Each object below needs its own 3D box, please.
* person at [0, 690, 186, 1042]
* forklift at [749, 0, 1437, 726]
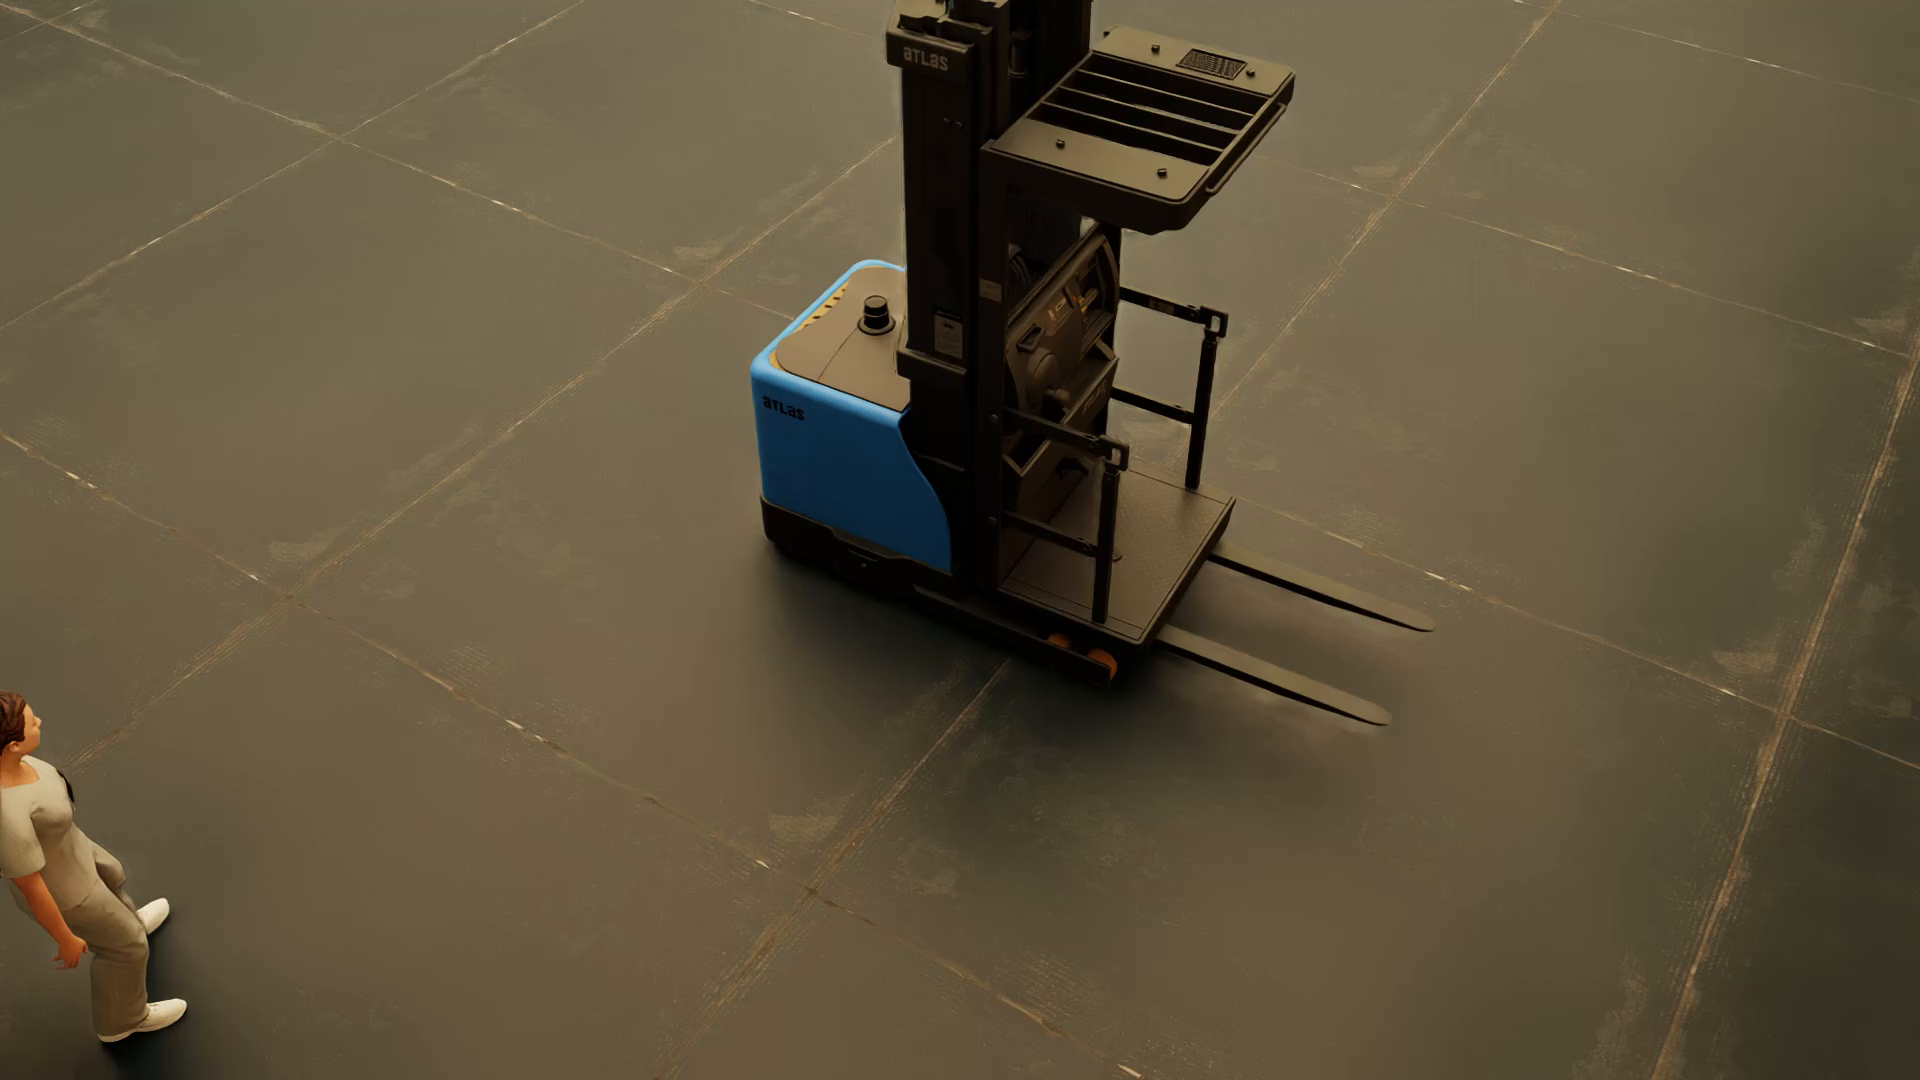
[{"bbox_3d":[-3.039,1.094,5.630,0.367,1.648,0.738,-25,49,-24],"label":"person"},{"bbox_3d":[0.603,-0.845,6.740,3.031,2.935,1.130,21,47,21],"label":"forklift"}]
